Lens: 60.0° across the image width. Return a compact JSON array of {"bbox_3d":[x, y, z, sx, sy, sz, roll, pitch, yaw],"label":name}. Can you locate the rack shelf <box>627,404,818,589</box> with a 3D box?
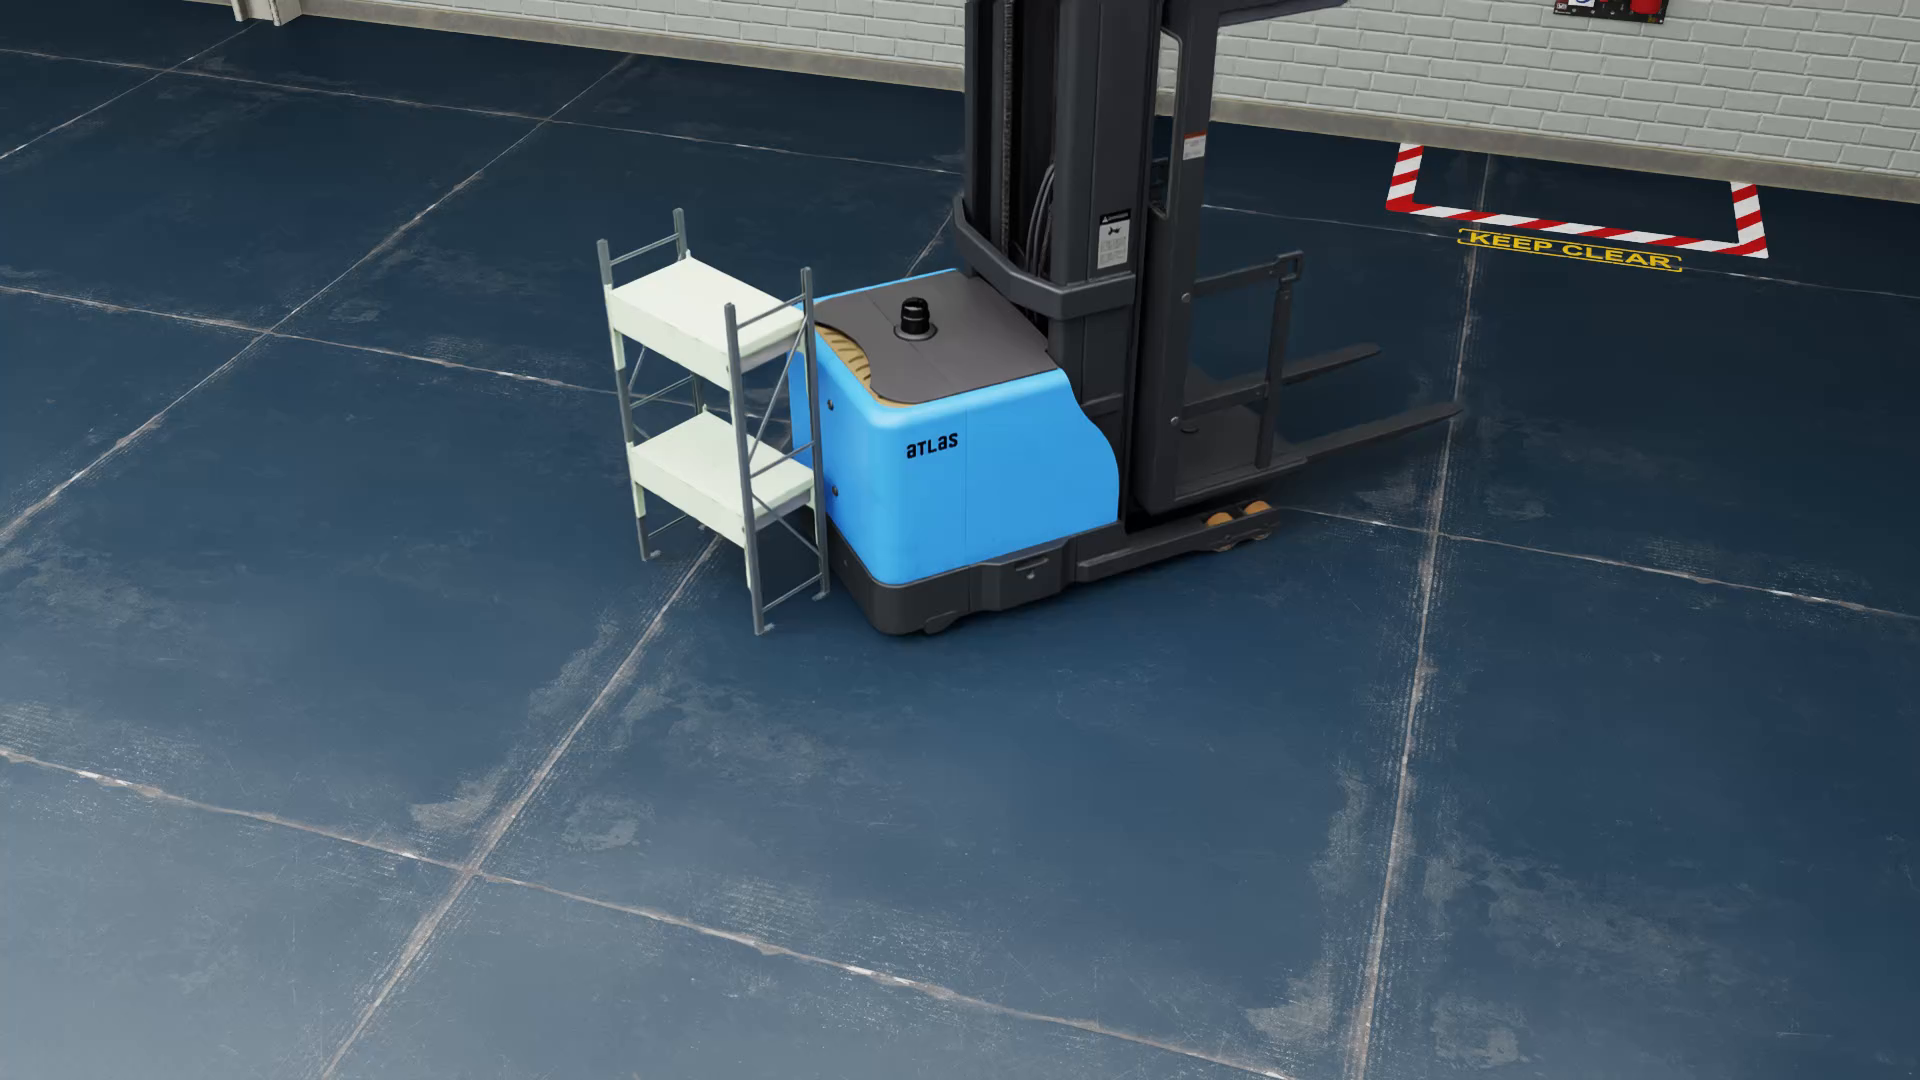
[{"bbox_3d":[-0.953,-0.190,6.792,0.720,0.370,0.431,29,45,33],"label":"rack shelf"}]

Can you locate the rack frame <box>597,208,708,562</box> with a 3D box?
[{"bbox_3d":[-1.221,-0.600,6.800,0.023,1.500,0.400,29,45,33],"label":"rack frame"}]

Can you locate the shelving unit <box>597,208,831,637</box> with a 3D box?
[{"bbox_3d":[-0.953,-0.452,6.599,0.755,1.500,0.431,29,45,33],"label":"shelving unit"}]

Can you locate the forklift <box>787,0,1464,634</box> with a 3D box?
[{"bbox_3d":[0.829,-1.397,6.675,3.031,2.935,1.130,-16,39,-21],"label":"forklift"}]

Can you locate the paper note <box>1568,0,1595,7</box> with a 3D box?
[{"bbox_3d":[3.704,-3.249,9.877,0.142,0.148,0.016,10,38,14],"label":"paper note"}]

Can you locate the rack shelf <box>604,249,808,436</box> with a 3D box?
[{"bbox_3d":[-0.953,-0.767,6.368,0.720,0.370,0.431,29,45,33],"label":"rack shelf"}]

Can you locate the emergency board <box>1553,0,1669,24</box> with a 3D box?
[{"bbox_3d":[3.852,-3.533,9.520,0.643,1.169,0.194,10,38,14],"label":"emergency board"}]

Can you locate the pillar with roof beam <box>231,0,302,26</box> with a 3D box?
[{"bbox_3d":[-6.538,-5.176,6.692,0.400,9.000,9.100,10,38,14],"label":"pillar with roof beam"}]

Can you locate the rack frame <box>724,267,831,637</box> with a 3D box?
[{"bbox_3d":[-0.686,-0.304,6.398,0.023,1.500,0.400,29,45,33],"label":"rack frame"}]
